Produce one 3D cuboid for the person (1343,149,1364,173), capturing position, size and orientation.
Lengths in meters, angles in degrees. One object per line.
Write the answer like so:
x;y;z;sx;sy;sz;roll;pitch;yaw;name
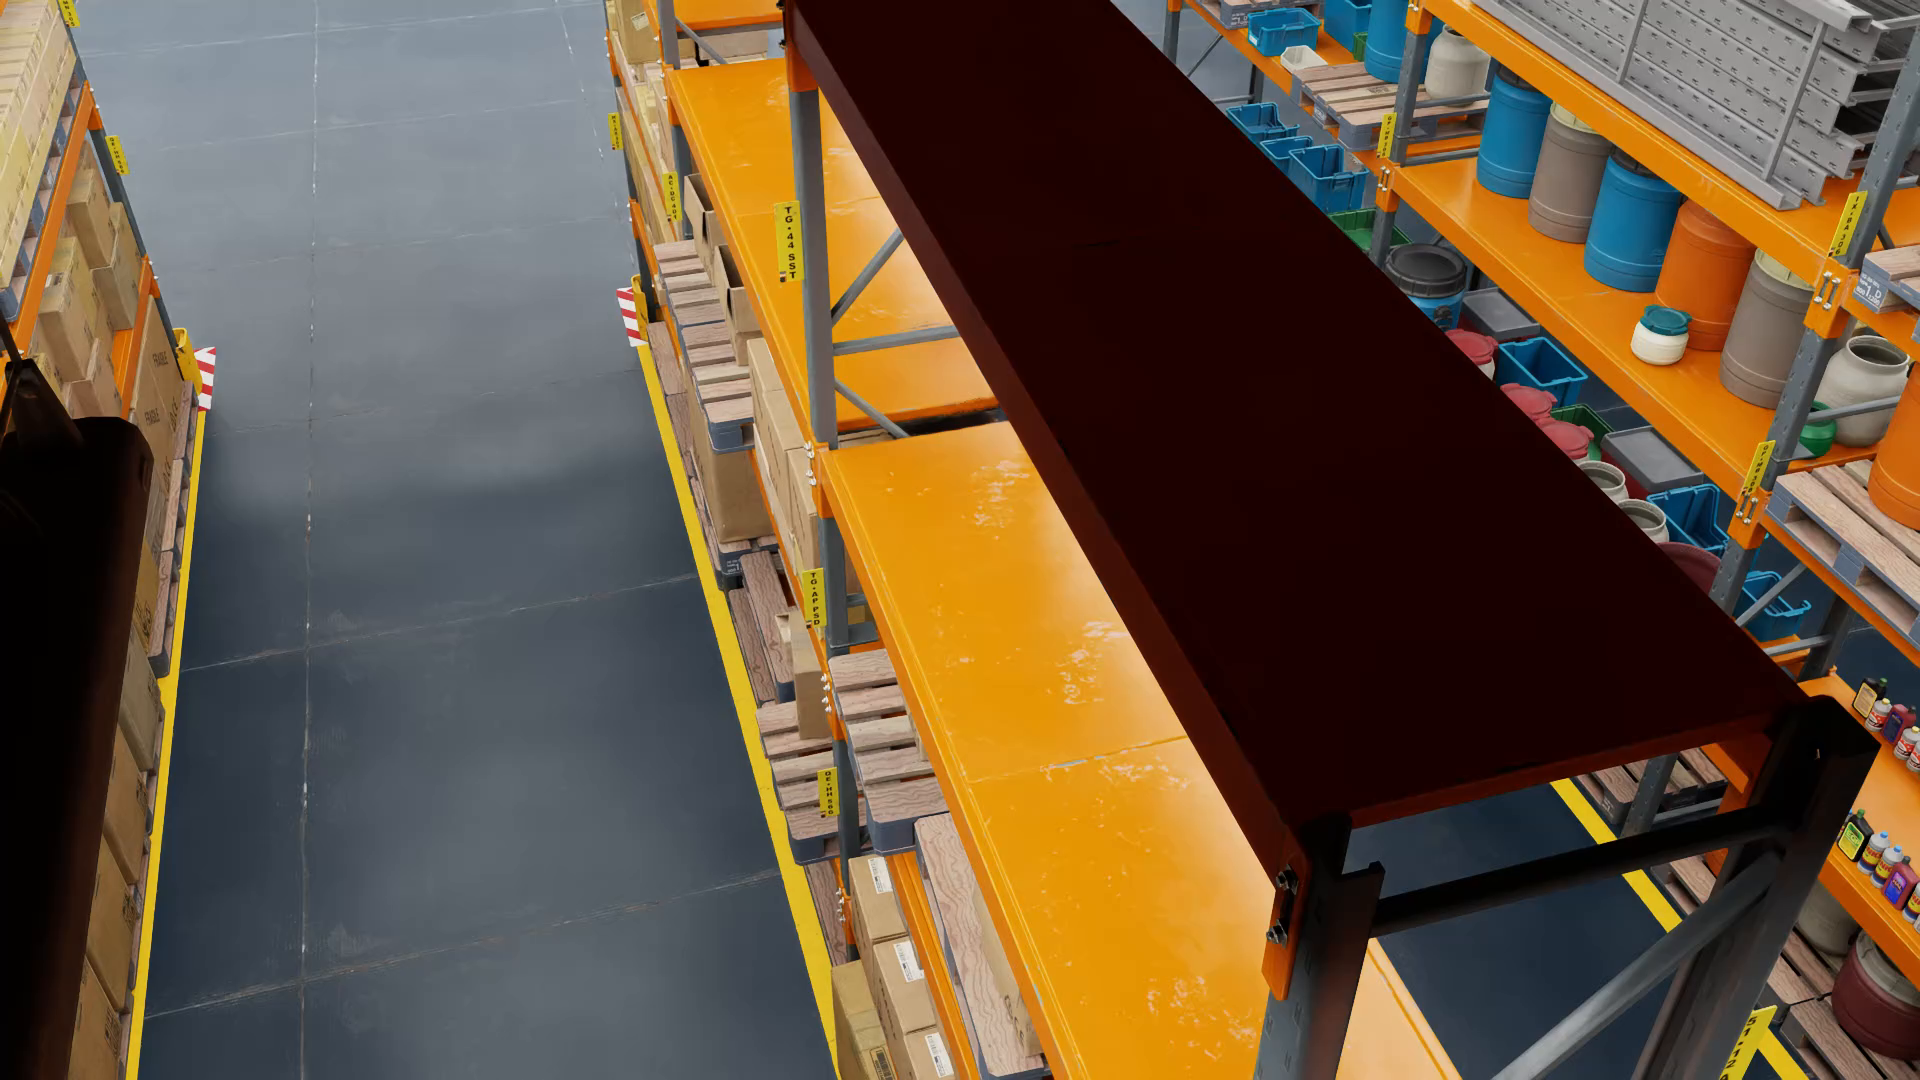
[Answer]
3.760;-3.741;16.239;0.423;1.700;0.516;2;38;2;person
